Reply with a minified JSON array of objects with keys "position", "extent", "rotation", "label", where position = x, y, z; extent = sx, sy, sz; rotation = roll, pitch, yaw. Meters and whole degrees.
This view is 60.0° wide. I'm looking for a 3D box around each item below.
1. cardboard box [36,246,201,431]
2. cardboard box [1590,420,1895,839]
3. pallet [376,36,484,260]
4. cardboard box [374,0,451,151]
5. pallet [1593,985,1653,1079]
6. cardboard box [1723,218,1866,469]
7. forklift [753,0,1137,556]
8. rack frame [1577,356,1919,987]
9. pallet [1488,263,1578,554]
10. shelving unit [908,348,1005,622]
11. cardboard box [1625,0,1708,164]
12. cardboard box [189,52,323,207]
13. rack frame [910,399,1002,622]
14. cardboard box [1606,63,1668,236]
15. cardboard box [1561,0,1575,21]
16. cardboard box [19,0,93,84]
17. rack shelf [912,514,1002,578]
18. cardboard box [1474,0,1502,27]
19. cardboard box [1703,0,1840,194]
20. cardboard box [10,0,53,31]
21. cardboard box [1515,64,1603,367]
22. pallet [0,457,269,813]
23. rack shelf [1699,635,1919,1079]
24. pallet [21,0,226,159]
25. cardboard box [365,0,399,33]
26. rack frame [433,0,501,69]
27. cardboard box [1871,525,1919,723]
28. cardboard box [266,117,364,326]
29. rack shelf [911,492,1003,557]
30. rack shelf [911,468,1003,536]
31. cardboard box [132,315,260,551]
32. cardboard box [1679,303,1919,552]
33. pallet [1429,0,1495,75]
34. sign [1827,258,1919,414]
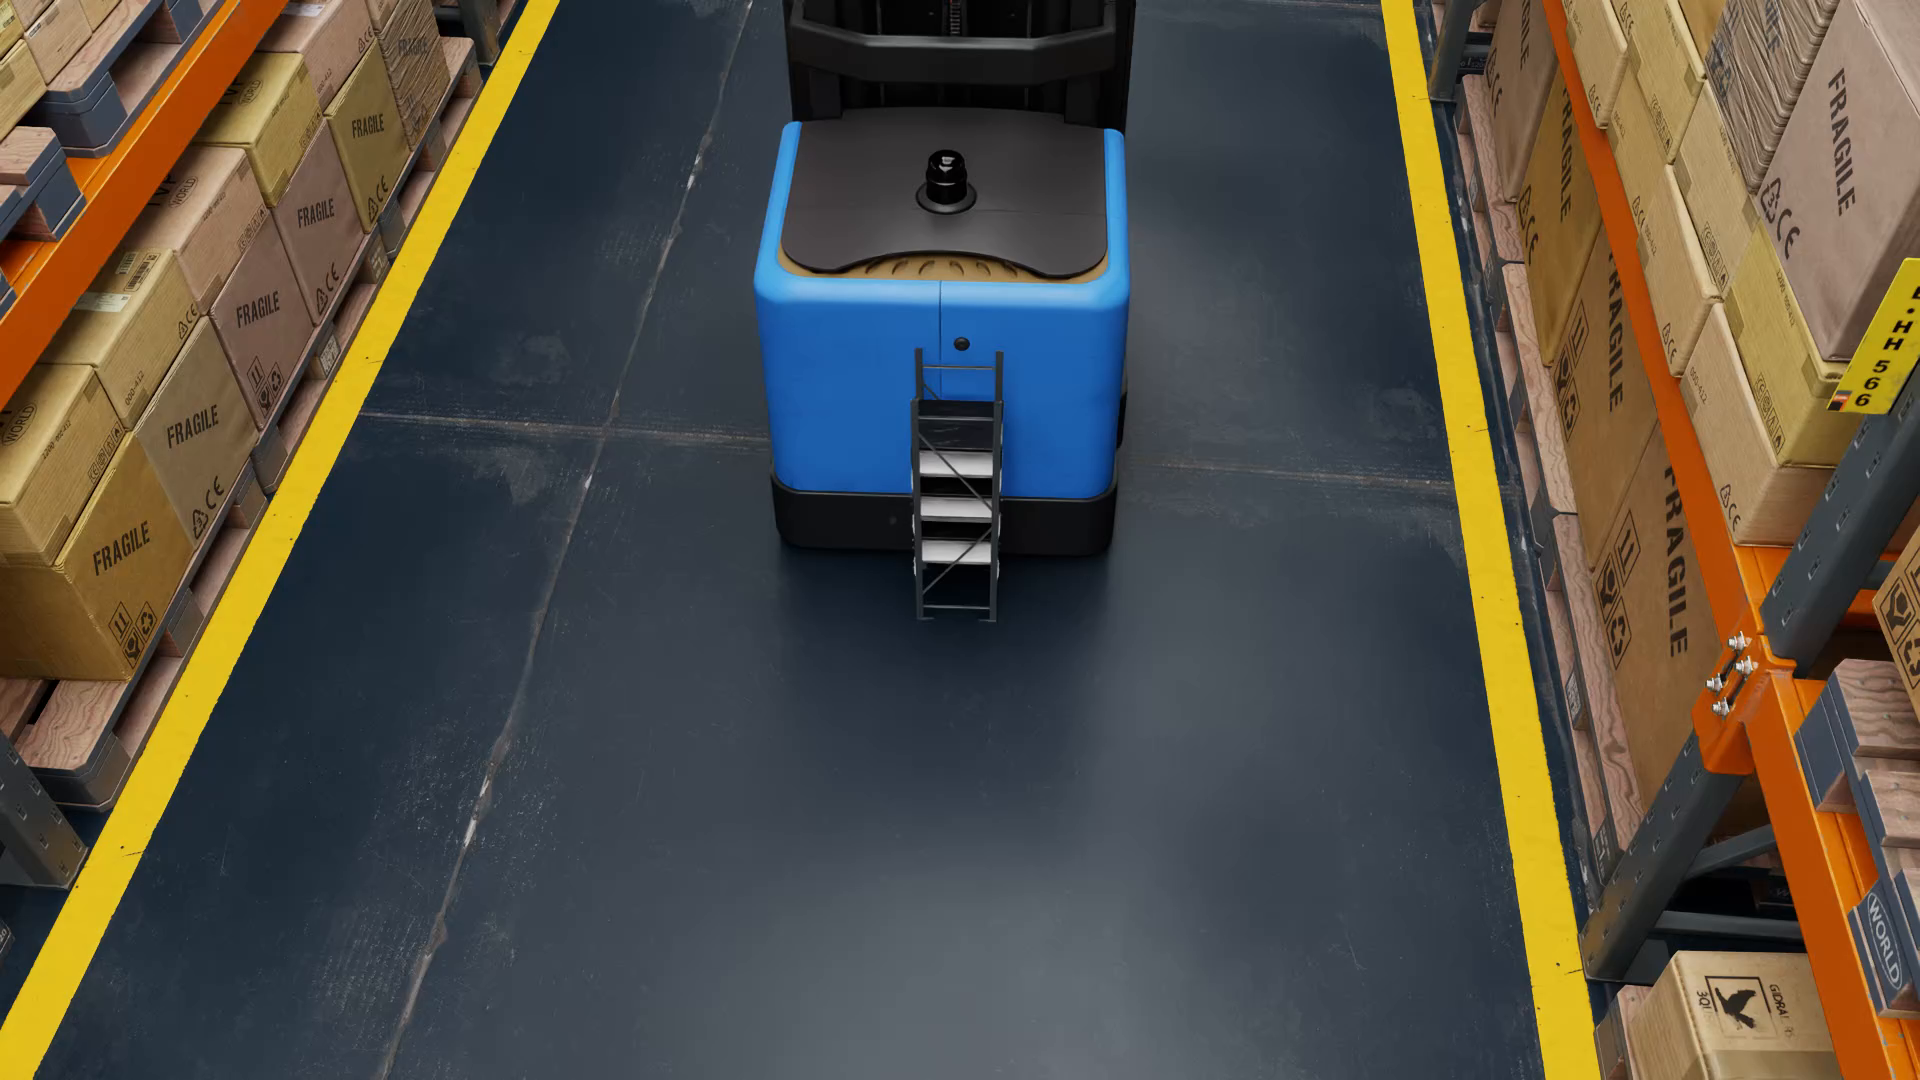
[{"position":[-2.498,-0.577,4.646],"extent":[0.500,0.250,0.500],"rotation":[3,48,3],"label":"cardboard box"},{"position":[2.237,0.169,4.218],"extent":[0.875,0.875,0.875],"rotation":[3,48,3],"label":"cardboard box"},{"position":[-2.553,-1.589,6.560],"extent":[1.003,0.211,1.213],"rotation":[4,48,4],"label":"pallet"},{"position":[-2.300,-1.839,6.309],"extent":[0.500,0.500,0.500],"rotation":[3,48,3],"label":"cardboard box"},{"position":[2.018,1.611,3.633],"extent":[1.003,0.211,1.213],"rotation":[4,48,4],"label":"pallet"},{"position":[1.882,-0.395,3.341],"extent":[0.500,0.250,0.500],"rotation":[4,48,3],"label":"cardboard box"},{"position":[0.008,-2.021,5.113],"extent":[1.130,2.935,3.031],"rotation":[2,48,2],"label":"forklift"},{"position":[2.091,0.096,3.129],"extent":[1.000,3.000,0.127],"rotation":[4,48,4],"label":"rack frame"},{"position":[2.352,-0.431,5.501],"extent":[1.003,0.211,1.213],"rotation":[4,48,4],"label":"pallet"},{"position":[-0.007,-0.136,4.764],"extent":[0.258,0.900,0.210],"rotation":[2,48,2],"label":"shelving unit"},{"position":[1.951,-1.150,4.032],"extent":[0.500,0.250,0.500],"rotation":[3,48,3],"label":"cardboard box"},{"position":[-2.393,-1.323,5.328],"extent":[0.500,0.250,0.500],"rotation":[2,48,2],"label":"cardboard box"},{"position":[-0.011,-0.061,4.696],"extent":[0.240,0.900,0.006],"rotation":[2,48,2],"label":"rack frame"},{"position":[1.971,-0.988,4.222],"extent":[0.500,0.250,0.500],"rotation":[3,48,3],"label":"cardboard box"},{"position":[2.044,-1.731,4.902],"extent":[0.500,0.250,0.500],"rotation":[4,48,3],"label":"cardboard box"},{"position":[-2.512,-1.324,4.314],"extent":[0.380,0.149,0.250],"rotation":[5,48,5],"label":"cardboard box"},{"position":[-0.007,0.008,4.922],"extent":[0.258,0.077,0.200],"rotation":[2,48,2],"label":"rack shelf"},{"position":[2.620,-2.575,7.024],"extent":[0.875,0.438,0.875],"rotation":[3,48,3],"label":"cardboard box"},{"position":[1.916,-1.050,3.432],"extent":[0.500,0.500,0.500],"rotation":[5,48,4],"label":"cardboard box"},{"position":[-2.514,-1.426,4.205],"extent":[0.380,0.149,0.250],"rotation":[4,48,4],"label":"cardboard box"},{"position":[2.404,-1.143,5.418],"extent":[0.875,0.875,0.875],"rotation":[5,48,5],"label":"cardboard box"},{"position":[-2.775,0.204,4.920],"extent":[1.003,0.211,1.213],"rotation":[4,48,4],"label":"pallet"},{"position":[1.909,1.808,2.051],"extent":[1.077,0.370,4.000],"rotation":[4,48,4],"label":"rack shelf"},{"position":[-2.708,-1.555,4.770],"extent":[1.003,0.211,1.213],"rotation":[4,48,4],"label":"pallet"},{"position":[-2.299,-2.089,6.029],"extent":[0.500,0.250,0.500],"rotation":[3,48,2],"label":"cardboard box"},{"position":[-2.483,-3.102,6.054],"extent":[1.000,3.000,0.127],"rotation":[4,48,4],"label":"rack frame"},{"position":[1.819,0.135,2.540],"extent":[0.500,0.500,0.500],"rotation":[3,48,2],"label":"cardboard box"},{"position":[-2.398,-1.086,5.620],"extent":[0.500,0.500,0.500],"rotation":[3,48,3],"label":"cardboard box"},{"position":[-0.007,-0.053,4.855],"extent":[0.258,0.077,0.200],"rotation":[2,48,2],"label":"rack shelf"},{"position":[-0.007,-0.113,4.789],"extent":[0.258,0.077,0.200],"rotation":[2,48,2],"label":"rack shelf"},{"position":[-2.487,-0.333,4.931],"extent":[0.500,0.500,0.500],"rotation":[4,48,4],"label":"cardboard box"},{"position":[1.878,-0.242,3.541],"extent":[0.500,0.250,0.500],"rotation":[2,48,2],"label":"cardboard box"},{"position":[2.603,-2.456,7.353],"extent":[1.003,0.211,1.213],"rotation":[4,48,4],"label":"pallet"},{"position":[1.538,-0.330,2.734],"extent":[0.100,0.325,0.005],"rotation":[4,48,4],"label":"sign"}]
